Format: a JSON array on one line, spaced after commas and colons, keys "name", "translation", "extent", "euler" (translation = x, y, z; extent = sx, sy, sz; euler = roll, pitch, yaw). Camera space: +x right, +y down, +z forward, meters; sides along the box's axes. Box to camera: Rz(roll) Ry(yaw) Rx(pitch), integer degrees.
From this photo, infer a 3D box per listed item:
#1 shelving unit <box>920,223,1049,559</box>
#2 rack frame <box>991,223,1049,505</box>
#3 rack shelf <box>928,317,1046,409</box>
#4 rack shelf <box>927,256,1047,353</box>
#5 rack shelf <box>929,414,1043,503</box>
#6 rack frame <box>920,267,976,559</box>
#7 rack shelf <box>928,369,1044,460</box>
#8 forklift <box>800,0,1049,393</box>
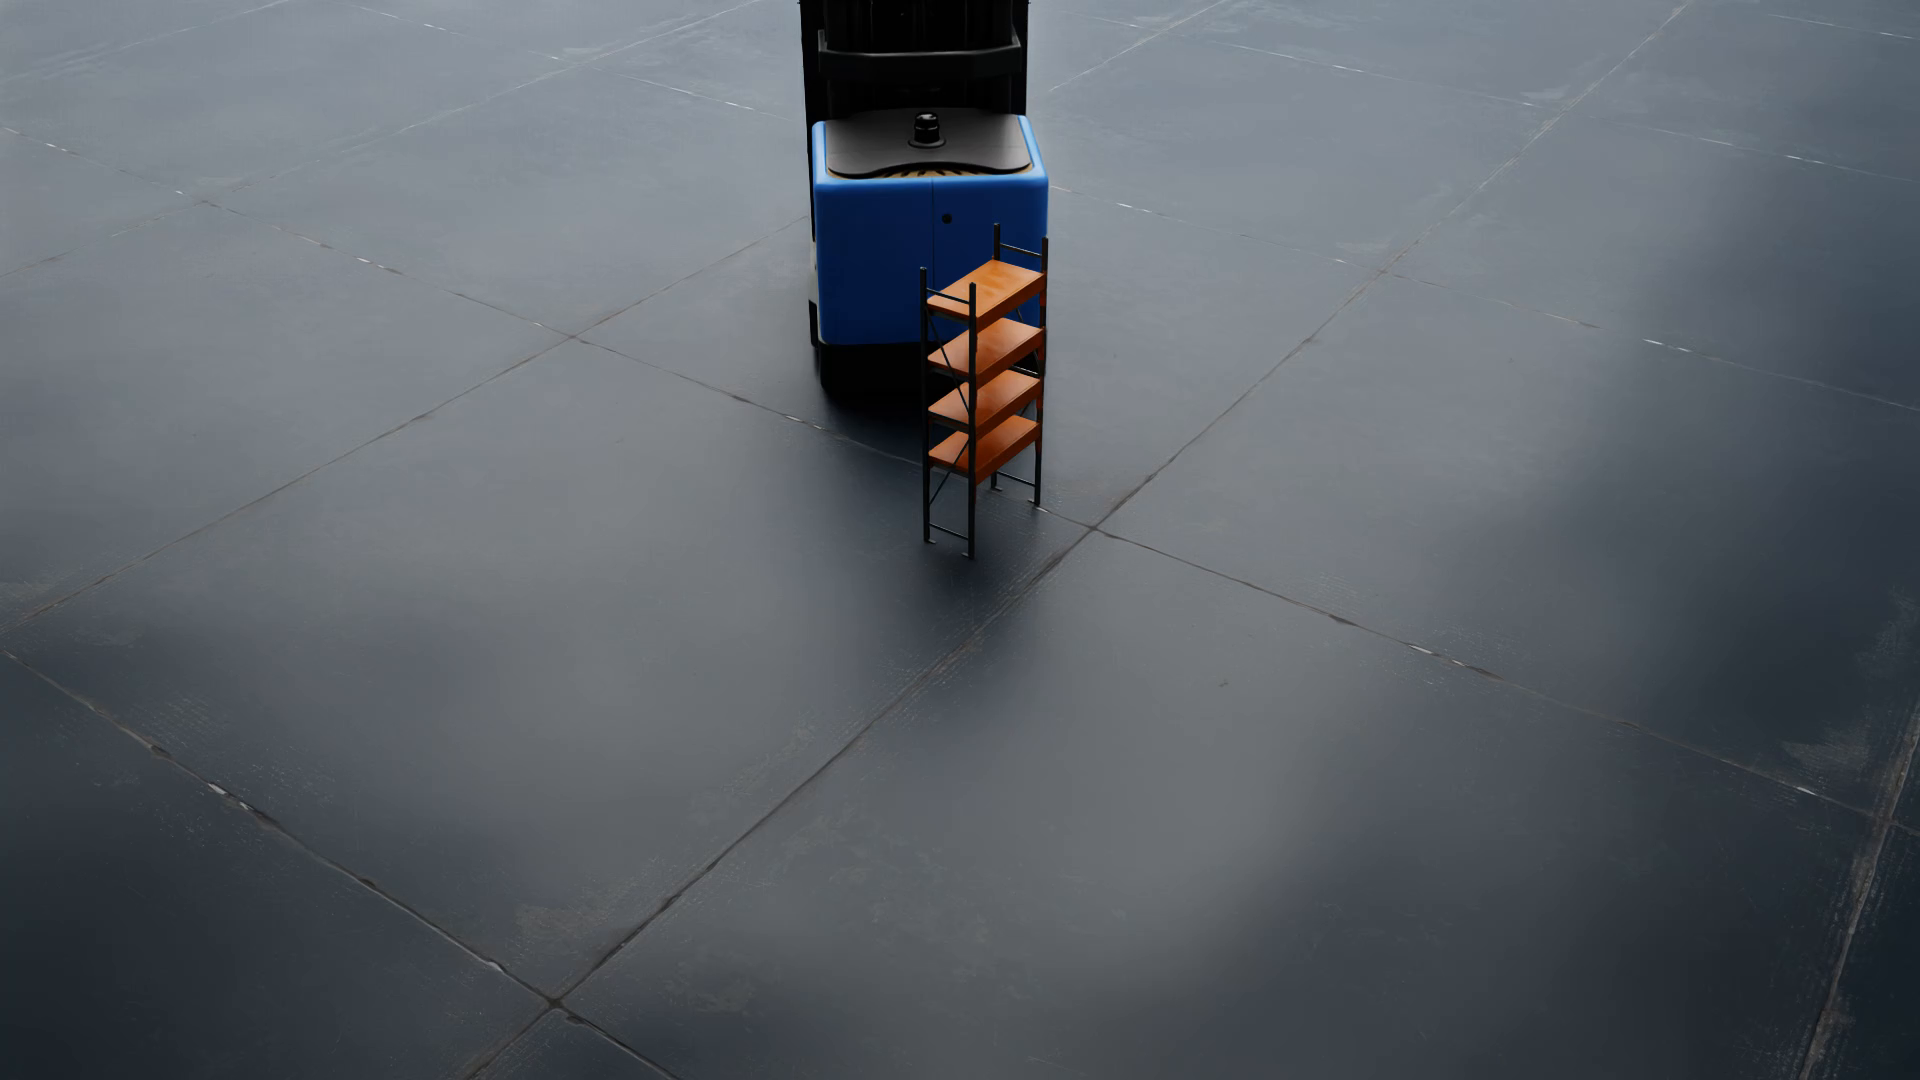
[{"name": "shelving unit", "translation": [0.094, -0.573, 6.527], "extent": [0.258, 1.200, 0.503], "euler": [21, 39, 28]}, {"name": "rack frame", "translation": [0.234, -0.686, 6.693], "extent": [0.240, 1.200, 0.015], "euler": [21, 39, 28]}, {"name": "rack shelf", "translation": [0.094, -0.703, 6.439], "extent": [0.258, 0.148, 0.480], "euler": [21, 39, 28]}, {"name": "rack shelf", "translation": [0.094, -0.899, 6.306], "extent": [0.258, 0.148, 0.480], "euler": [21, 39, 28]}, {"name": "rack shelf", "translation": [0.094, -0.353, 6.675], "extent": [0.258, 0.148, 0.480], "euler": [21, 39, 28]}, {"name": "rack frame", "translation": [-0.045, -0.461, 6.361], "extent": [0.240, 1.200, 0.015], "euler": [21, 39, 28]}, {"name": "rack shelf", "translation": [0.094, -0.517, 6.564], "extent": [0.258, 0.148, 0.480], "euler": [21, 39, 28]}, {"name": "forklift", "translation": [-0.239, -2.691, 8.113], "extent": [1.130, 2.935, 3.031], "euler": [-3, 34, -4]}]
